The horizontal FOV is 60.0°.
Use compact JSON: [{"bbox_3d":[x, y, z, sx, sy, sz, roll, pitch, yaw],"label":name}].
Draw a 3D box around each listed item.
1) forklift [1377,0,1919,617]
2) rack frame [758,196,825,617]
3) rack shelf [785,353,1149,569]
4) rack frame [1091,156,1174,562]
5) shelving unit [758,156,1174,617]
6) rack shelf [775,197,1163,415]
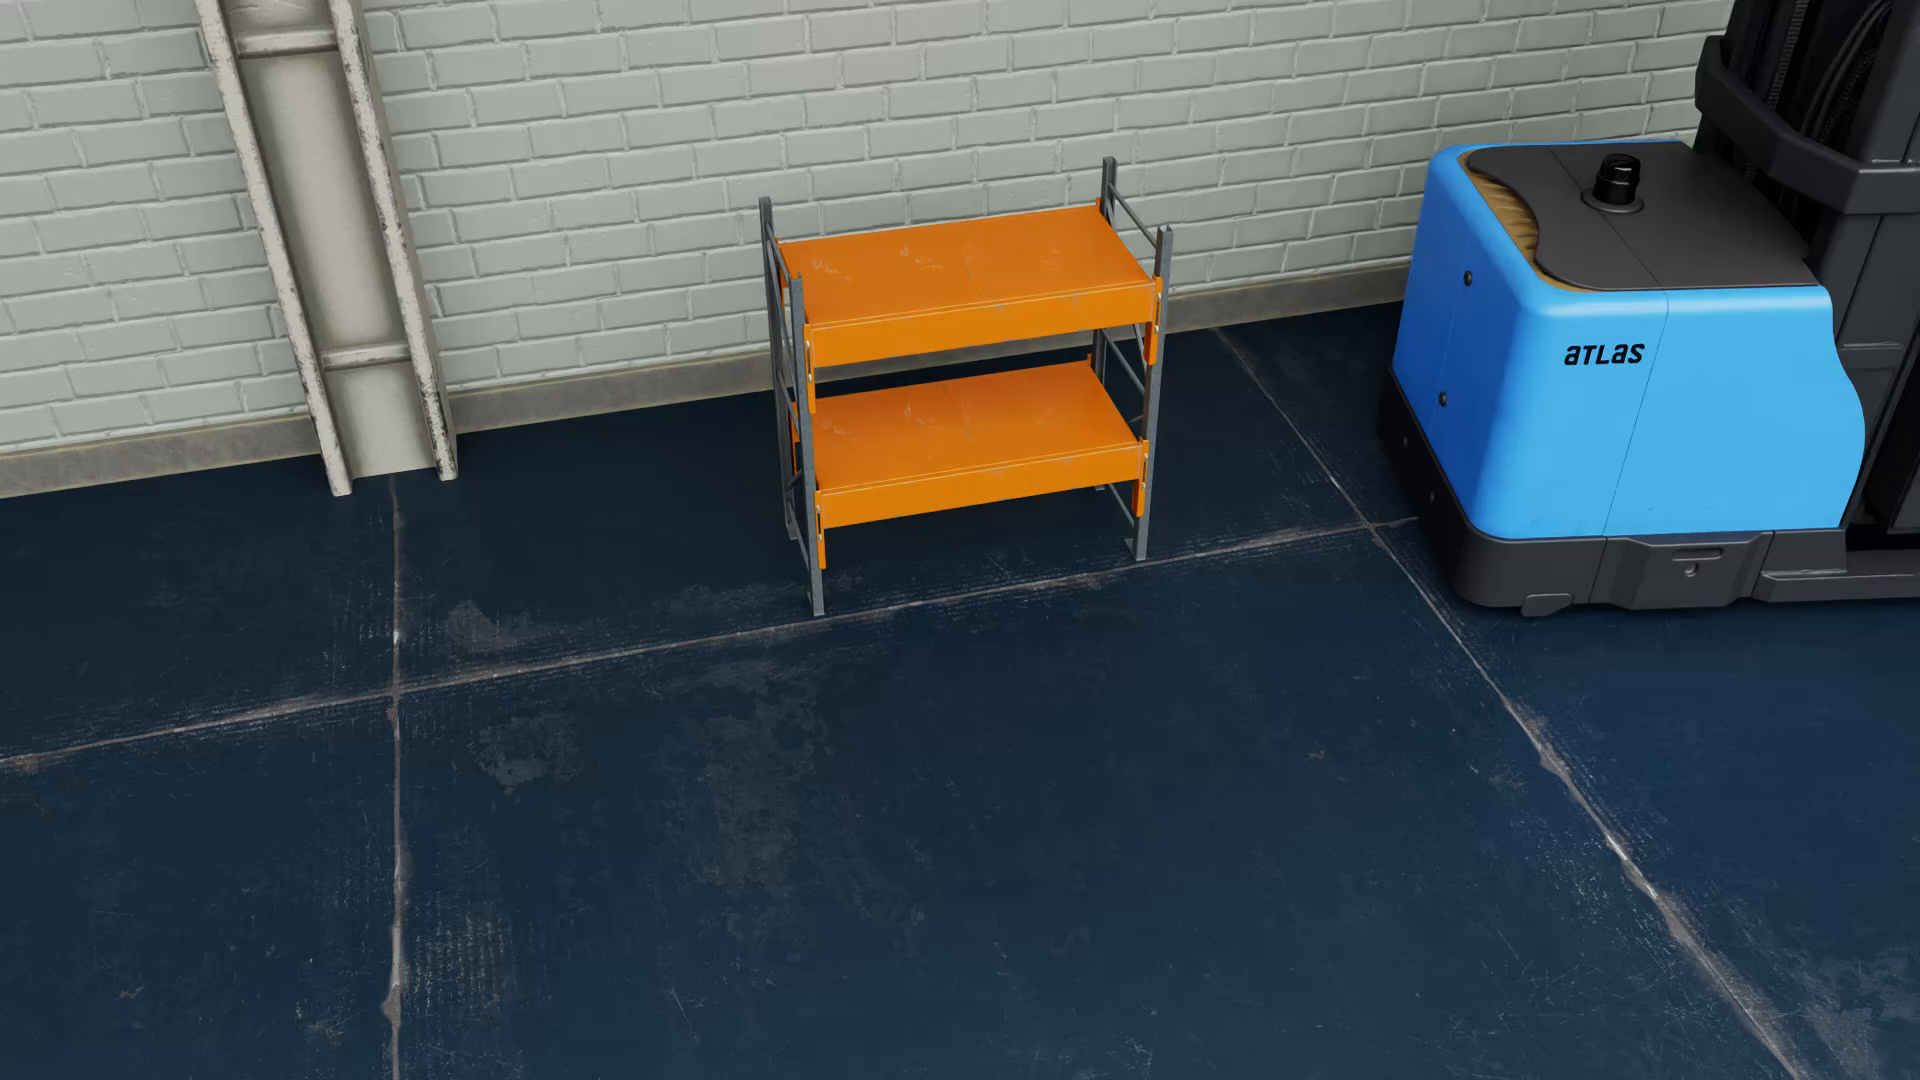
[{"bbox_3d":[2.948,-1.279,4.510,3.031,2.935,1.130,-2,37,-3],"label":"forklift"},{"bbox_3d":[-0.484,-0.367,4.804,0.032,1.125,0.500,-9,38,-12],"label":"rack frame"},{"bbox_3d":[0.007,-0.254,5.058,1.000,0.278,0.538,-9,38,-12],"label":"rack shelf"},{"bbox_3d":[0.497,-0.528,5.015,0.032,1.125,0.500,-9,38,-12],"label":"rack frame"},{"bbox_3d":[0.007,-0.448,4.910,1.048,1.125,0.538,-9,38,-12],"label":"shelving unit"},{"bbox_3d":[0.007,-0.680,4.732,1.000,0.278,0.538,-9,38,-12],"label":"rack shelf"}]
